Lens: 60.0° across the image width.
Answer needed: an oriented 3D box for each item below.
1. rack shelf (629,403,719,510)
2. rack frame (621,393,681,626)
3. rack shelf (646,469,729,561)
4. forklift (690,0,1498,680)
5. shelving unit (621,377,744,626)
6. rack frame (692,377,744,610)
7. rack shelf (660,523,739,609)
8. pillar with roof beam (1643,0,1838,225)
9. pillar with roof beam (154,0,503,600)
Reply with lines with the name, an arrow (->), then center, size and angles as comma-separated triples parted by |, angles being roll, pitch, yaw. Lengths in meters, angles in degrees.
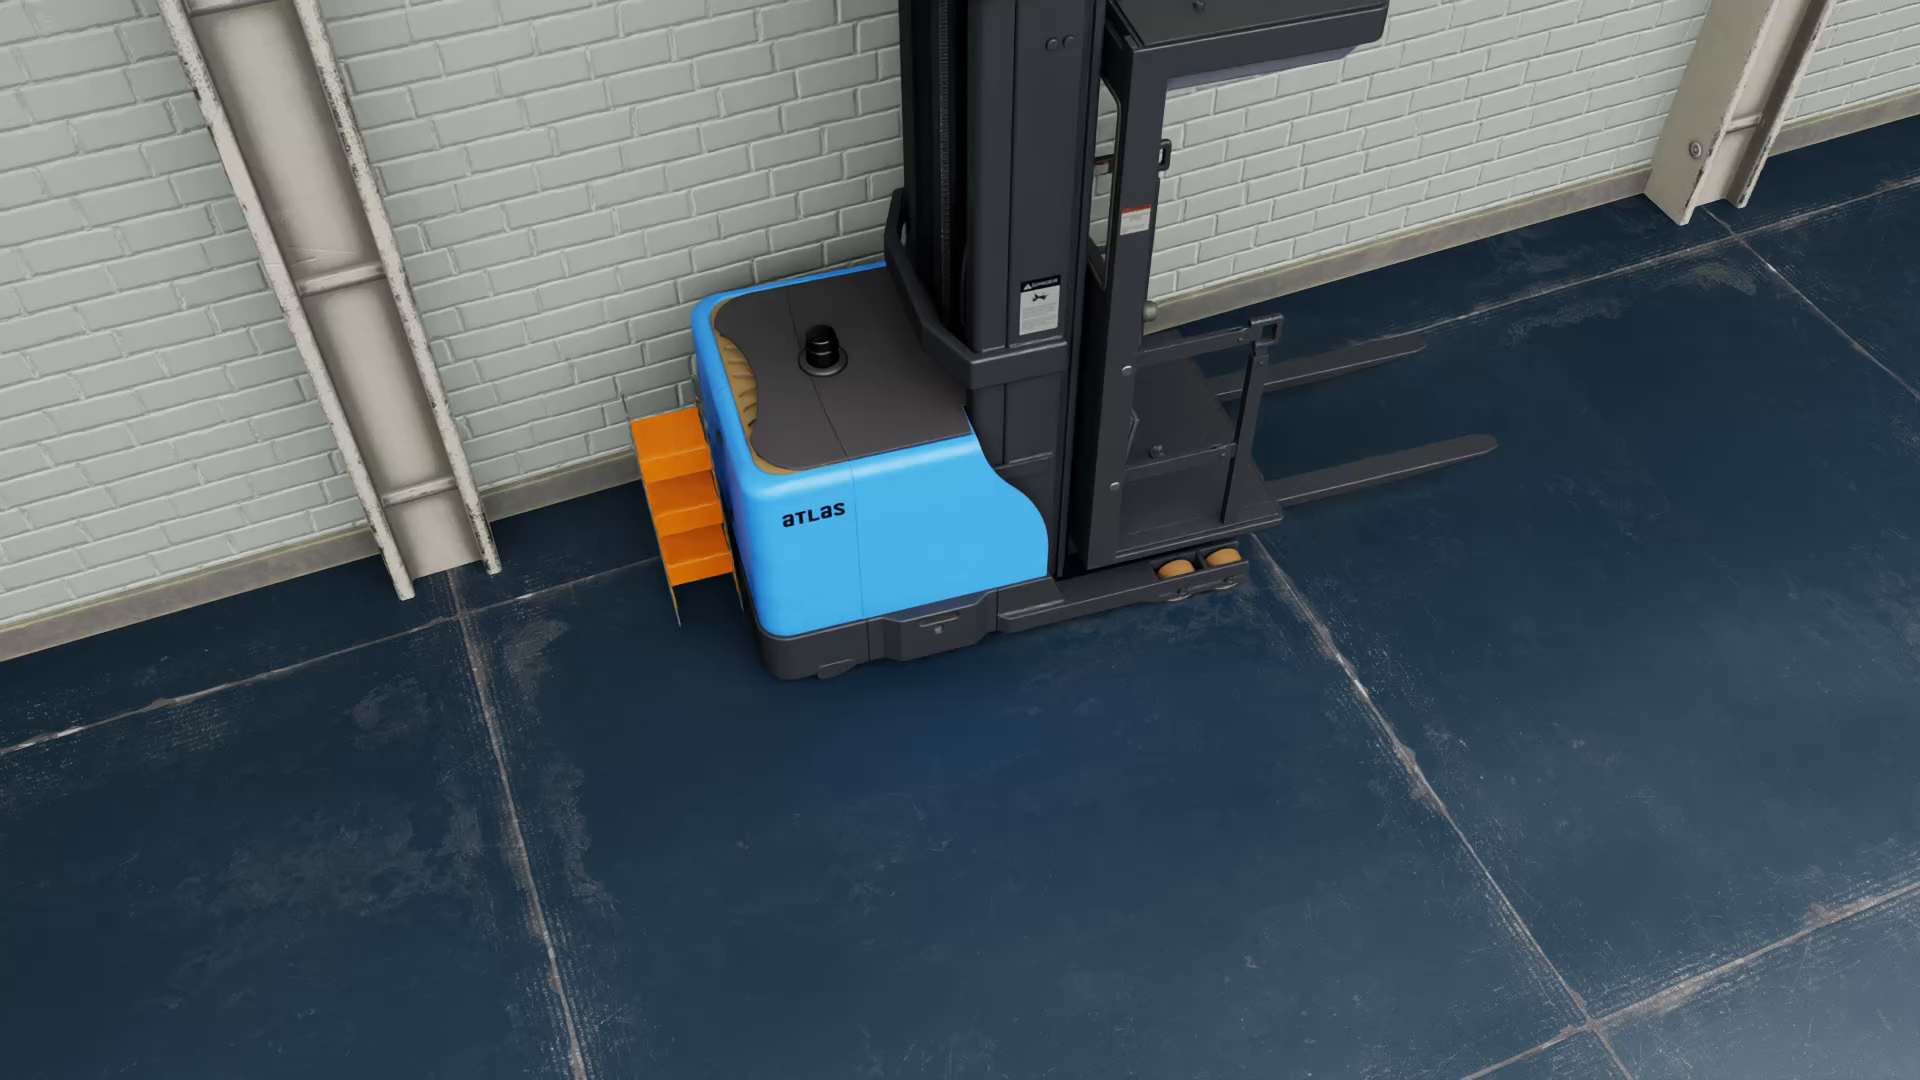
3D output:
rack shelf -> -0.994, -0.291, 5.784 | 0.240, 0.259, 0.215 | -14, 51, -9
rack frame -> -1.104, -0.086, 5.973 | 0.008, 1.050, 0.200 | -14, 51, -9
rack shelf -> -0.987, -0.108, 6.001 | 0.240, 0.259, 0.215 | -14, 51, -9
forklift -> 0.601, -1.094, 5.598 | 3.031, 2.935, 1.130 | -13, 51, -11
shelving unit -> -0.987, -0.115, 5.993 | 0.252, 1.050, 0.215 | -14, 51, -9
rack frame -> -0.870, -0.143, 6.013 | 0.008, 1.050, 0.200 | -14, 51, -9
rack shelf -> -0.980, 0.072, 6.213 | 0.240, 0.259, 0.215 | -14, 51, -9
pillar with roof beam -> 5.157, -1.561, 1.999 | 0.400, 9.000, 9.100 | -17, 52, -14
pillar with roof beam -> -0.398, 0.160, 0.521 | 0.400, 9.000, 9.100 | -17, 52, -14
